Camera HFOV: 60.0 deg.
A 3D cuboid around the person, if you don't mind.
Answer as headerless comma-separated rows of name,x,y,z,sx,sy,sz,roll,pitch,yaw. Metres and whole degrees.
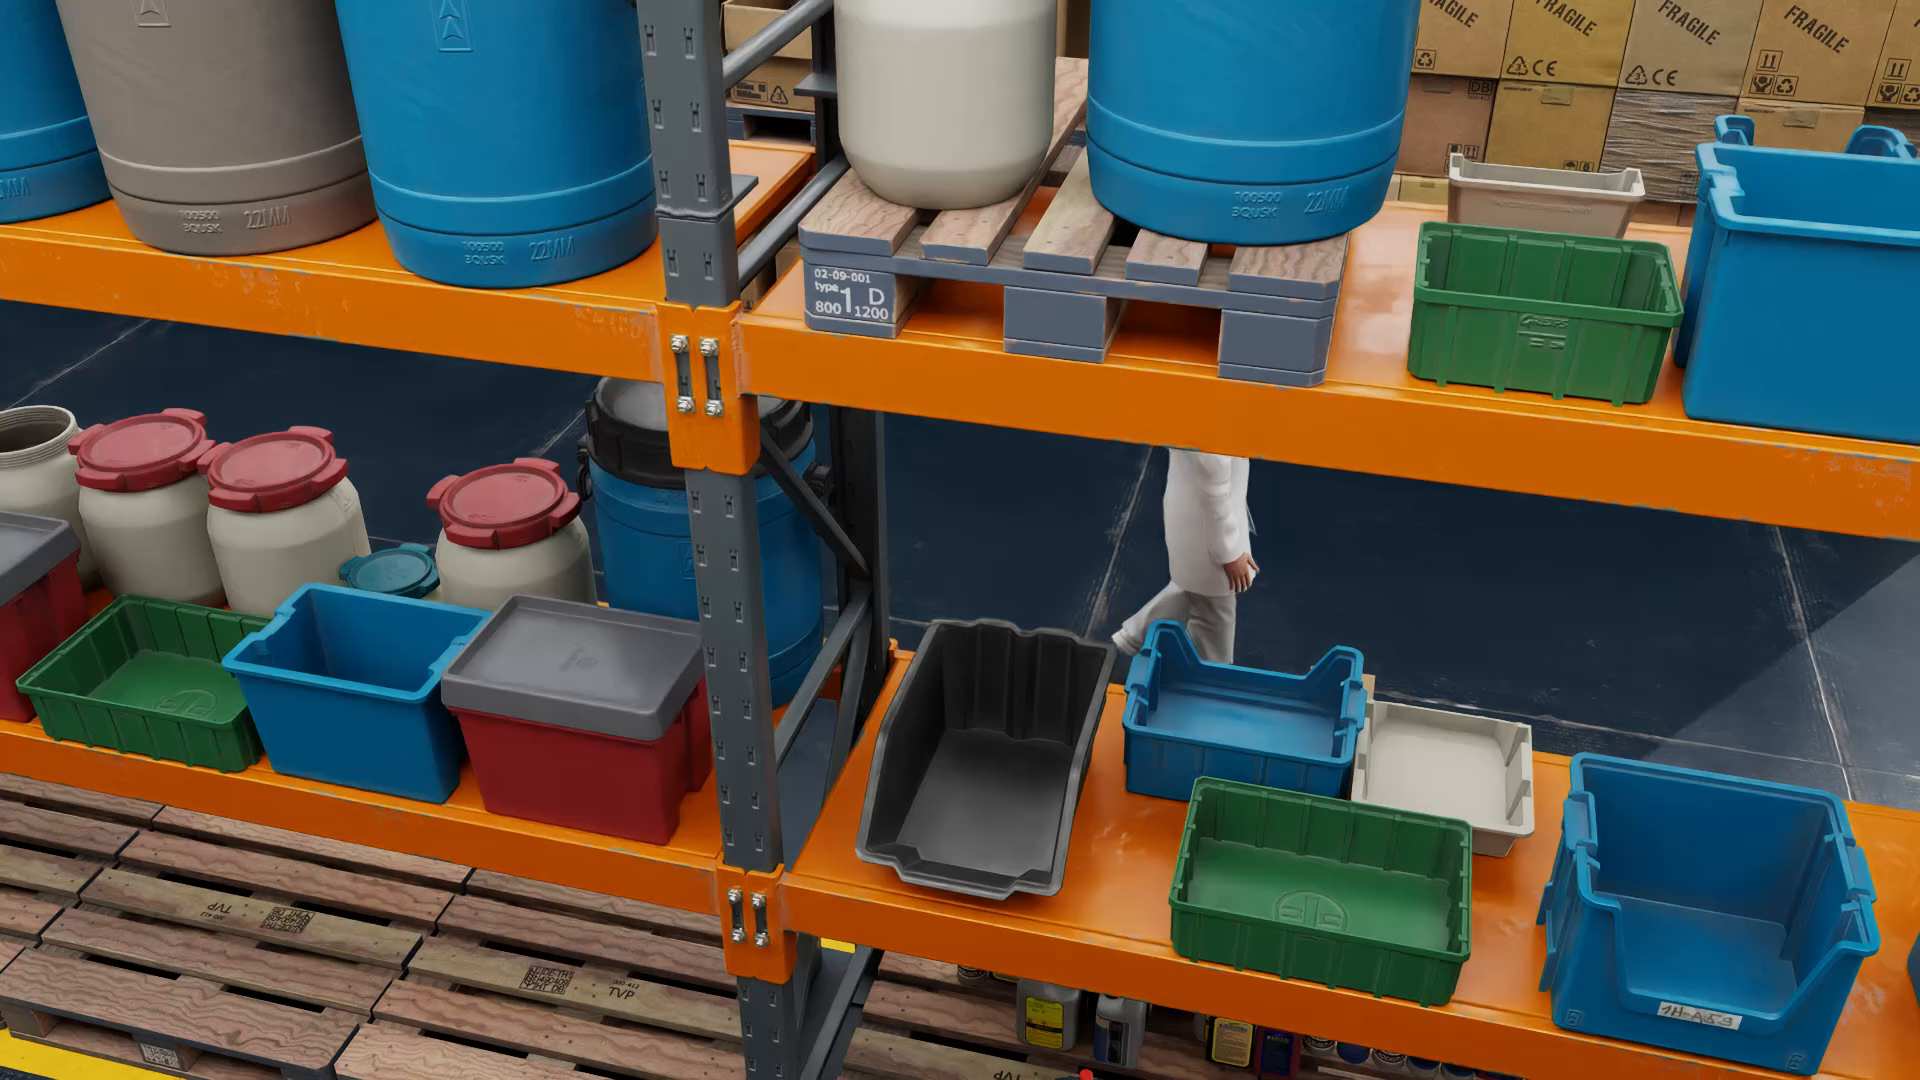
person,0.933,-0.090,6.263,0.652,1.785,0.639,2,32,3
